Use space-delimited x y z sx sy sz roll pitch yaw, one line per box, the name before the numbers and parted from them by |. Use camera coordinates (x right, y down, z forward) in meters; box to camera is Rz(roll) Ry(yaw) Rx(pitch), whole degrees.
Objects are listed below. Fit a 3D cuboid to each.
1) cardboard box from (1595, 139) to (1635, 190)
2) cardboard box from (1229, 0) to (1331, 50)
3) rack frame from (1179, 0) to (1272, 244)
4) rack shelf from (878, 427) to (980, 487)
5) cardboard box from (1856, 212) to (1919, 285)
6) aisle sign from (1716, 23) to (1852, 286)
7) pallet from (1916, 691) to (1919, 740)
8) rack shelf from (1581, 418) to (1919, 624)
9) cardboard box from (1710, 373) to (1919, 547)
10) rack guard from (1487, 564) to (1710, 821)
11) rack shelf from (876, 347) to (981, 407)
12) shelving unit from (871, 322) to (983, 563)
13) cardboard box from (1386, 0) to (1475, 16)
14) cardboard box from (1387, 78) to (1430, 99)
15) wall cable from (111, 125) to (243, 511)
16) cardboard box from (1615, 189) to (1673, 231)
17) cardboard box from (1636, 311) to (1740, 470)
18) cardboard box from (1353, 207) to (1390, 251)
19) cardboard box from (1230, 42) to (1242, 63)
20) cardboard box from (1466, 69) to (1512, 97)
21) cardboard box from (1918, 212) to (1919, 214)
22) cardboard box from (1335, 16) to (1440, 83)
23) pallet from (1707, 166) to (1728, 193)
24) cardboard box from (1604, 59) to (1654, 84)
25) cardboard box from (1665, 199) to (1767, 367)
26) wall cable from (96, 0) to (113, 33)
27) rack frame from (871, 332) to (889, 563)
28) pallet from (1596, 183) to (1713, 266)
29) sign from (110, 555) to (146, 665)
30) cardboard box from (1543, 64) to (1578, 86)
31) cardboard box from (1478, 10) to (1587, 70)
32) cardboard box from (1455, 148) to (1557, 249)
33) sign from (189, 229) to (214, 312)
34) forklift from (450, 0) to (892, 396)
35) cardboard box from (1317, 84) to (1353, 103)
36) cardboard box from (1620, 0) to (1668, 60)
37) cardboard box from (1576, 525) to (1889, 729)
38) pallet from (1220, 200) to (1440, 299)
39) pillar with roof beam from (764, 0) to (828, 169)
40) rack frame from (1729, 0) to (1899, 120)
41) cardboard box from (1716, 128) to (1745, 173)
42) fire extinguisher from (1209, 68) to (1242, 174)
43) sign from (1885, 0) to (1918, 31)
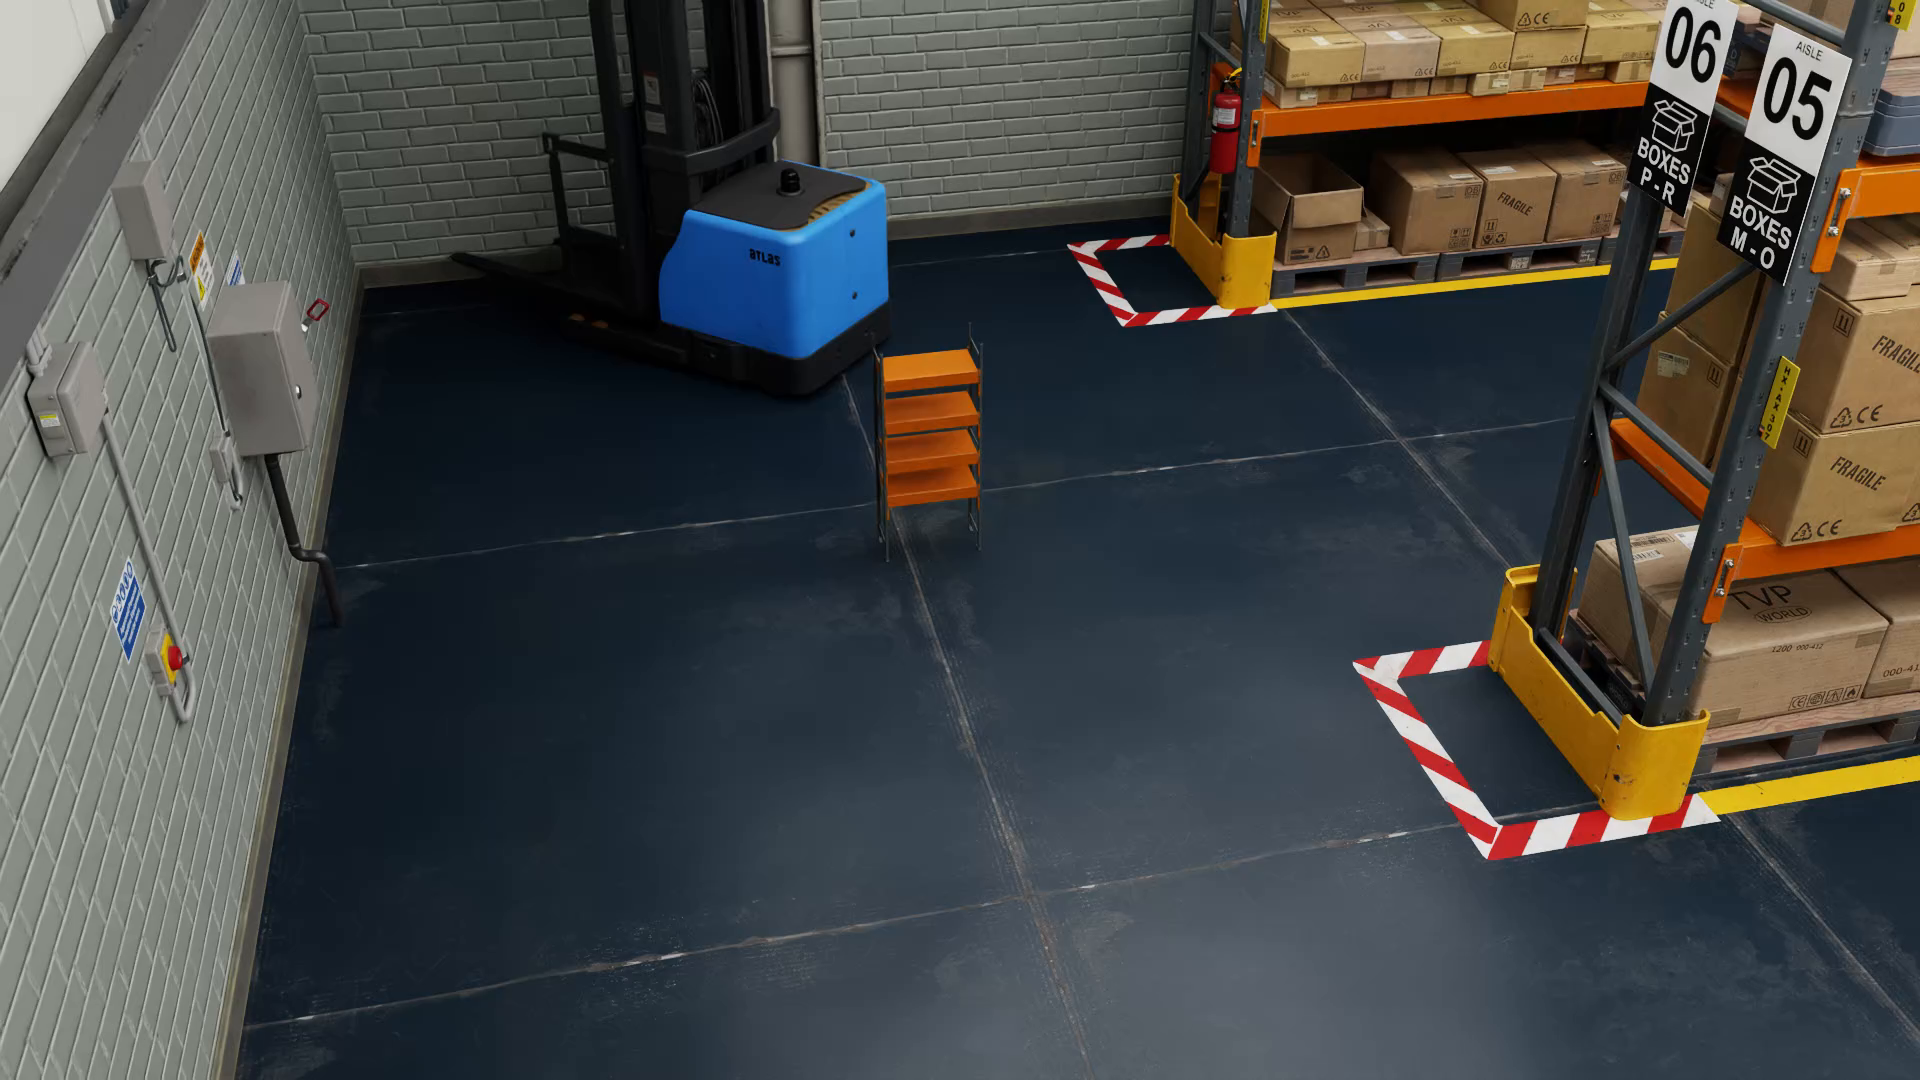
cardboard box | 4.912 -2.693 12.107 0.500 0.311 0.500 -6 34 -9
cardboard box | 2.098 -3.358 10.930 0.500 0.250 0.500 -6 34 -9
rack frame | 1.708 -3.096 10.672 0.127 3.000 1.000 -7 35 -11
rack shelf | -0.161 -0.422 8.423 0.480 0.148 0.258 -7 35 -11
cardboard box | 3.453 -1.089 6.112 0.250 0.149 0.380 -6 34 -9
aisle sign | 2.800 -1.312 5.680 0.004 0.787 0.394 -7 35 -11
pallet | 4.756 0.470 7.860 1.213 0.211 1.003 -7 35 -11
rack shelf | 4.757 -0.346 7.219 4.000 0.370 1.077 -7 35 -11
cardboard box | 3.338 -0.343 6.480 0.500 0.500 0.500 -7 35 -11
rack guard | 2.783 0.642 7.345 0.348 0.500 1.175 -7 35 -11
rack shelf | -0.161 -0.804 8.166 0.480 0.148 0.258 -7 35 -11
shelving unit | -0.161 -0.478 8.385 0.503 1.200 0.258 -7 35 -11
cardboard box | 3.085 -3.479 11.111 0.500 0.250 0.500 -6 34 -9
cardboard box | 2.835 -2.989 10.737 0.250 0.149 0.380 -6 34 -9
wall cable | -3.013 -0.884 6.464 0.122 1.984 0.588 -7 35 -11
cardboard box | 4.782 -2.355 11.644 0.258 0.266 0.396 -6 34 -9
cardboard box | 3.218 -0.644 6.927 0.500 0.500 0.500 -7 34 -10
cardboard box | 2.748 -2.142 11.431 0.250 0.149 0.380 -9 35 -12
cardboard box | 1.972 -3.179 11.020 0.250 0.149 0.380 -8 35 -11
cardboard box | 3.356 -3.015 10.776 0.250 0.149 0.380 -8 35 -12
cardboard box | 3.588 -1.400 6.575 0.250 0.149 0.380 -8 35 -11
cardboard box | 2.701 -3.129 10.588 0.500 0.250 0.500 -7 34 -10
pallet | 6.394 -2.551 12.361 1.213 0.211 1.003 -7 35 -11
cardboard box | 4.352 -3.154 10.984 0.250 0.149 0.380 -8 35 -11
cardboard box | 3.224 -1.044 6.627 0.500 0.500 0.500 -6 34 -9
wall cable | -2.843 -2.447 4.320 0.029 3.000 2.355 -7 35 -11
rack frame | -0.399 -0.448 8.341 0.015 1.200 0.240 -7 35 -11
pallet | 4.939 -2.346 12.057 1.213 0.211 1.003 -7 35 -11
sign | -2.738 0.228 5.475 0.001 0.218 0.327 -7 35 -11
cardboard box | 3.845 -3.127 10.944 0.250 0.149 0.380 -7 35 -11
cardboard box | 3.689 -3.267 10.795 0.500 0.250 0.500 -8 35 -12
cardboard box | 3.705 -2.351 11.428 0.500 0.500 0.500 -7 34 -10
sign | -3.199 -1.140 7.016 0.001 0.242 0.339 -7 35 -11
forklift | -1.965 -2.676 10.108 3.031 2.935 1.130 18 38 25
cardboard box | 2.327 -2.940 10.664 0.250 0.149 0.380 -6 34 -9
cardboard box | 4.681 -3.384 10.969 0.500 0.250 0.500 -7 35 -10
cardboard box | 3.428 0.355 7.451 0.875 0.438 0.875 -8 35 -12
pallet | 2.559 -2.046 11.610 1.213 0.211 1.003 -7 35 -11
pillar with roof beam | -0.171 -3.406 5.750 0.400 9.000 9.100 -7 35 -11
rack frame | 2.806 -2.890 4.981 0.127 3.000 1.000 -7 35 -11
cardboard box | 6.023 -2.945 12.314 0.500 0.500 0.500 -7 35 -11
fire extinguisher | 1.666 -2.640 10.396 0.183 0.674 0.296 -7 35 -11
sign | 2.923 -1.738 5.101 0.005 0.325 0.100 -7 35 -11
